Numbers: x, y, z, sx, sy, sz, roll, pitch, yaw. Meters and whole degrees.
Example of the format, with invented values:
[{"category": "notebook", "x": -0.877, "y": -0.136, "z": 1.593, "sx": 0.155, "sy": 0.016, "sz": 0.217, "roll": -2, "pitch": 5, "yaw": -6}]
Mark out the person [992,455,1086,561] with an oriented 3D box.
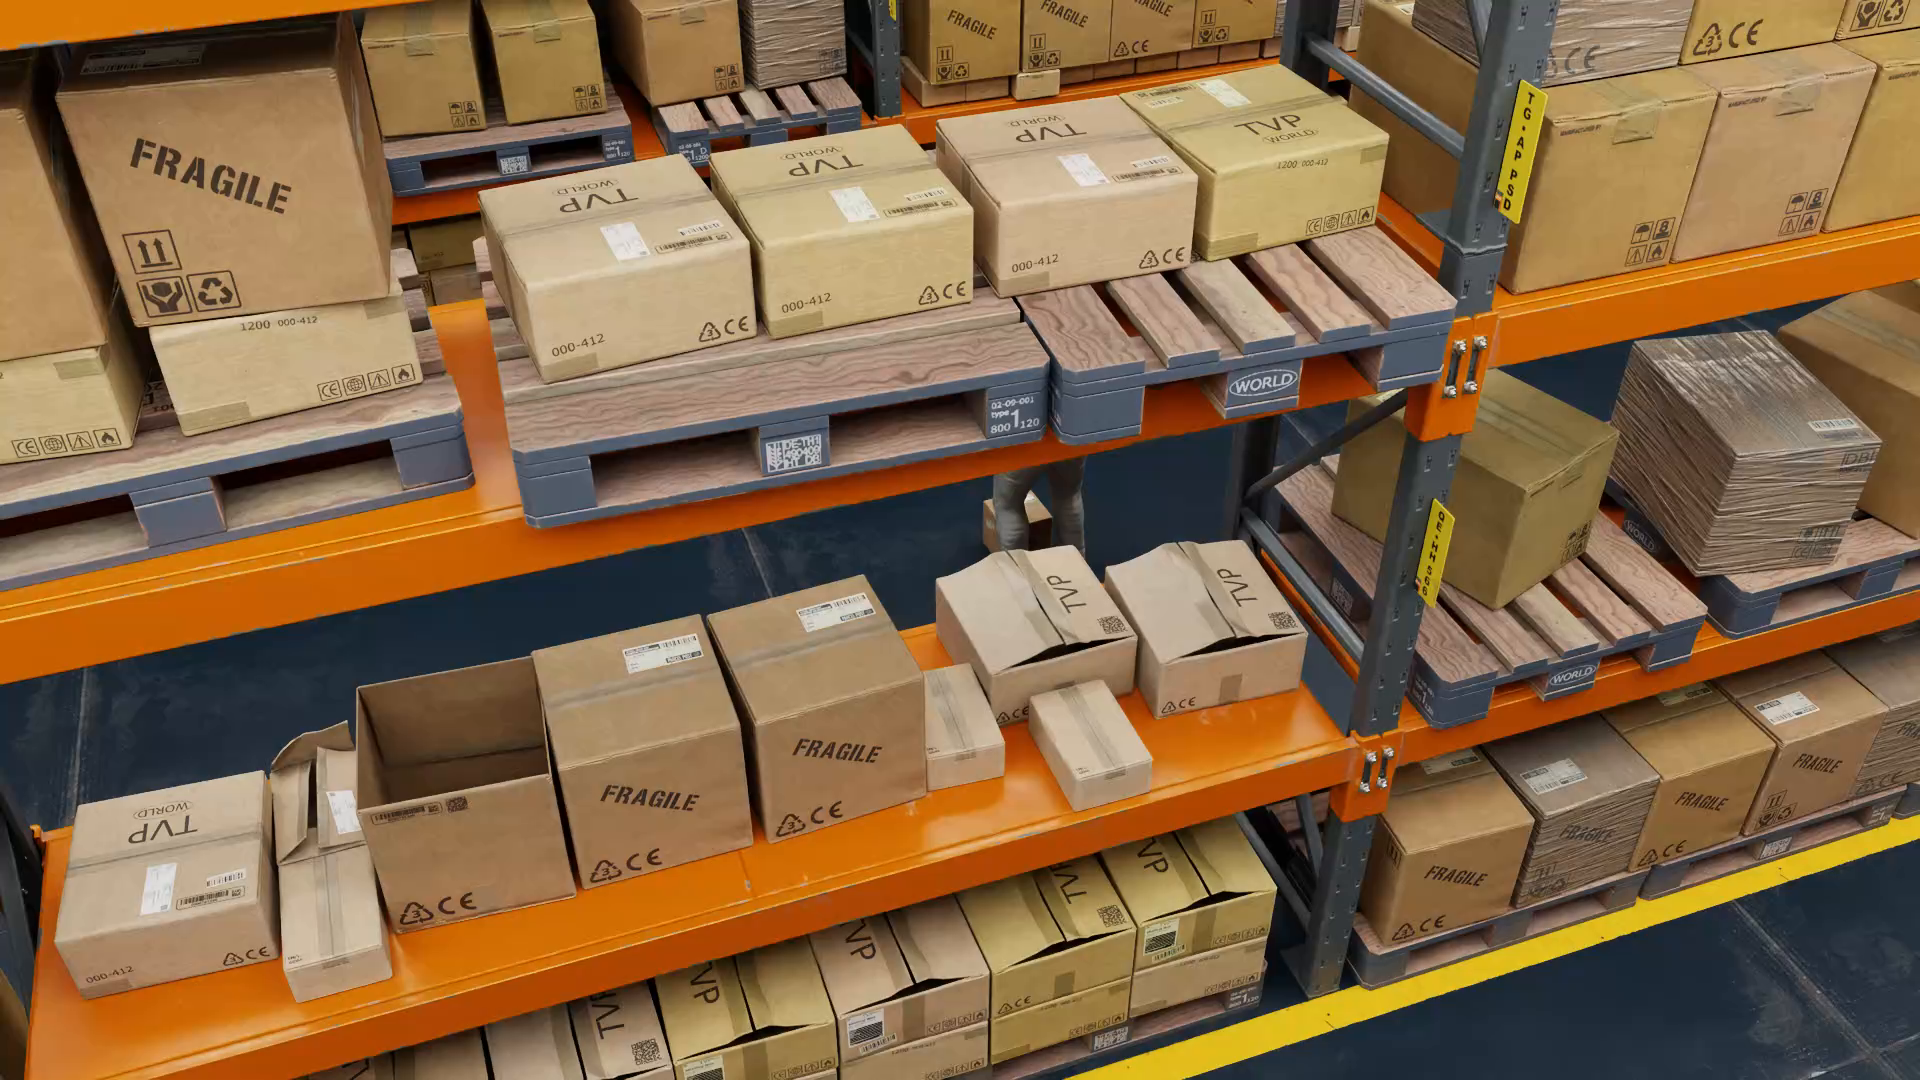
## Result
[{"category": "person", "x": 0.349, "y": -0.486, "z": 7.401, "sx": 0.561, "sy": 1.665, "sz": 0.458, "roll": -15, "pitch": 40, "yaw": -18}]
